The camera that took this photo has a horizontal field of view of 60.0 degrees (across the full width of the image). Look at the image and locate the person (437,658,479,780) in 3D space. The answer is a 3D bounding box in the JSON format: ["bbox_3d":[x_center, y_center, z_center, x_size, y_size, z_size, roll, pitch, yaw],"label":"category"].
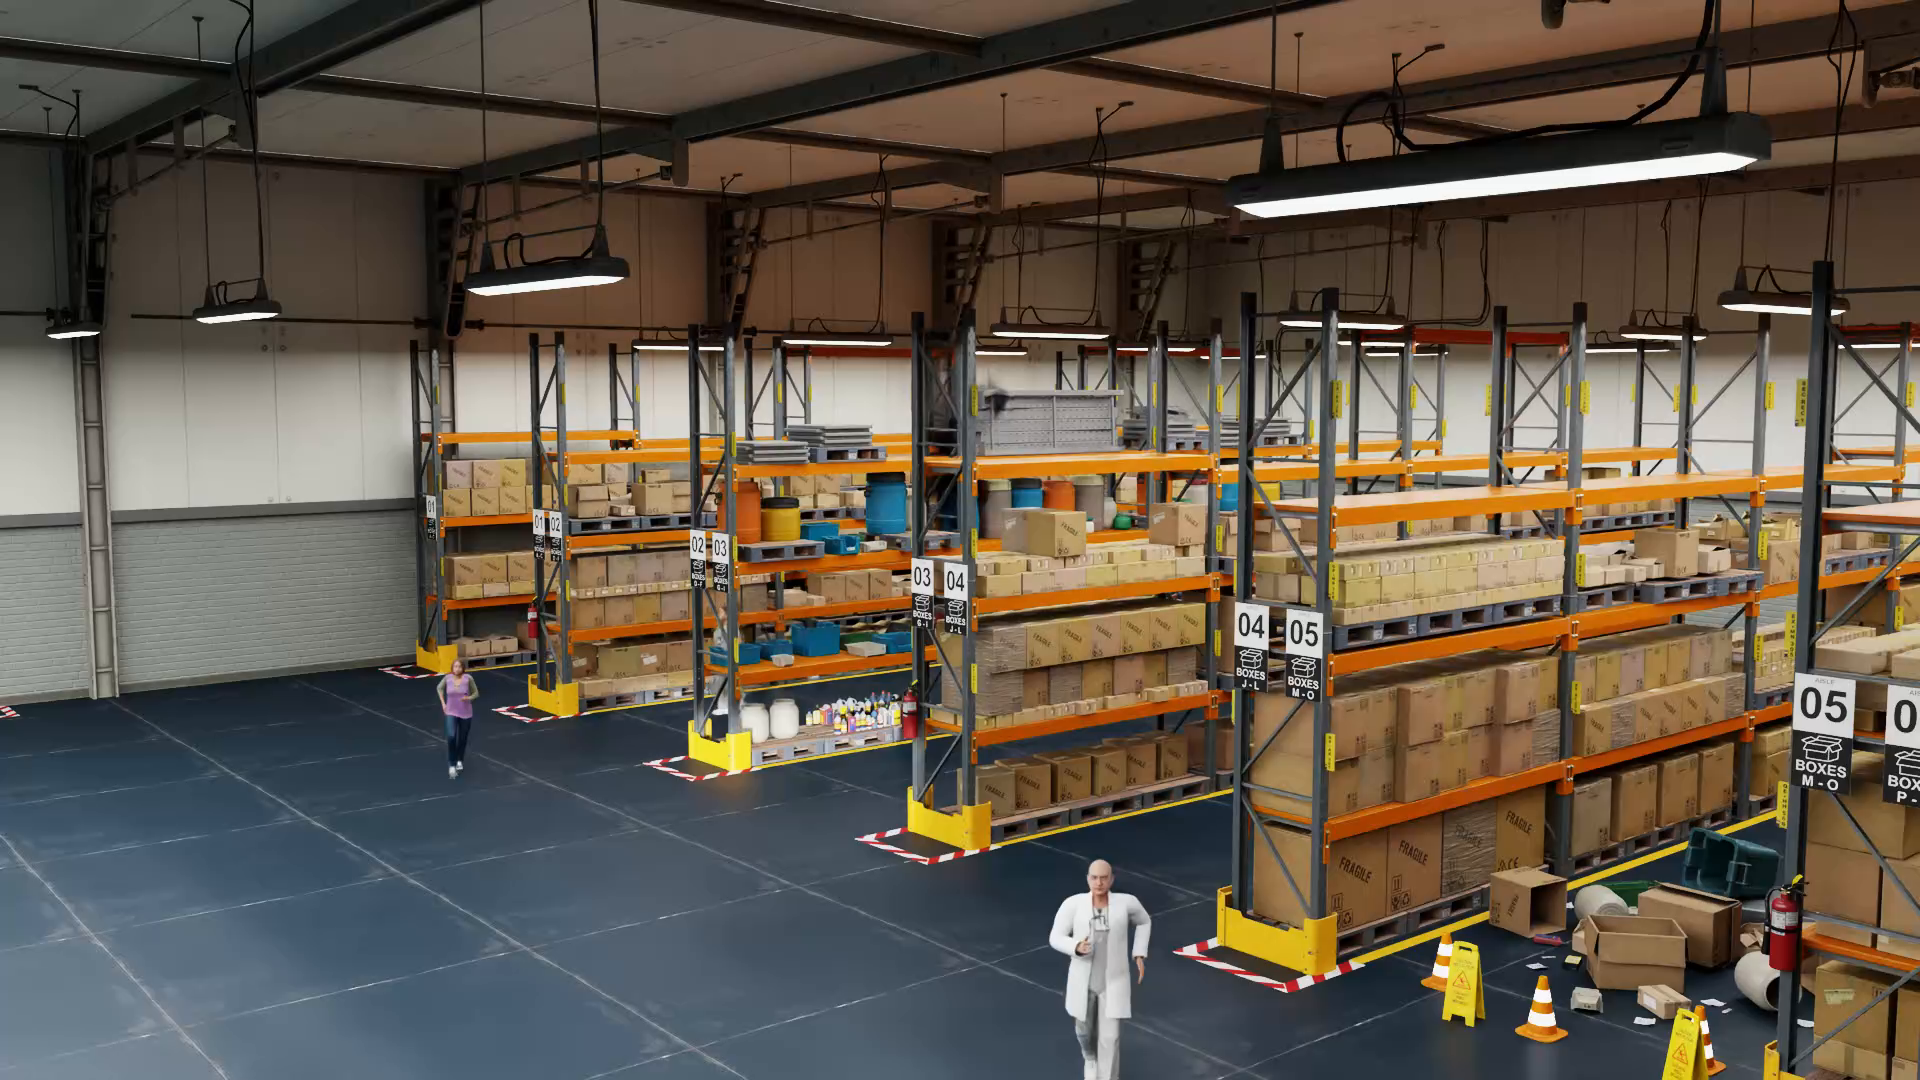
[{"bbox_3d":[-6.630,2.343,22.001,0.521,1.597,0.721,-2,6,-19],"label":"person"}]

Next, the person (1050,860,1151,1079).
[{"bbox_3d":[0.992,3.155,11.847,0.699,1.773,1.057,1,5,11],"label":"person"}]

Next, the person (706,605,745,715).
[{"bbox_3d":[-3.461,1.774,24.682,0.536,1.633,0.609,-5,7,-43],"label":"person"}]
